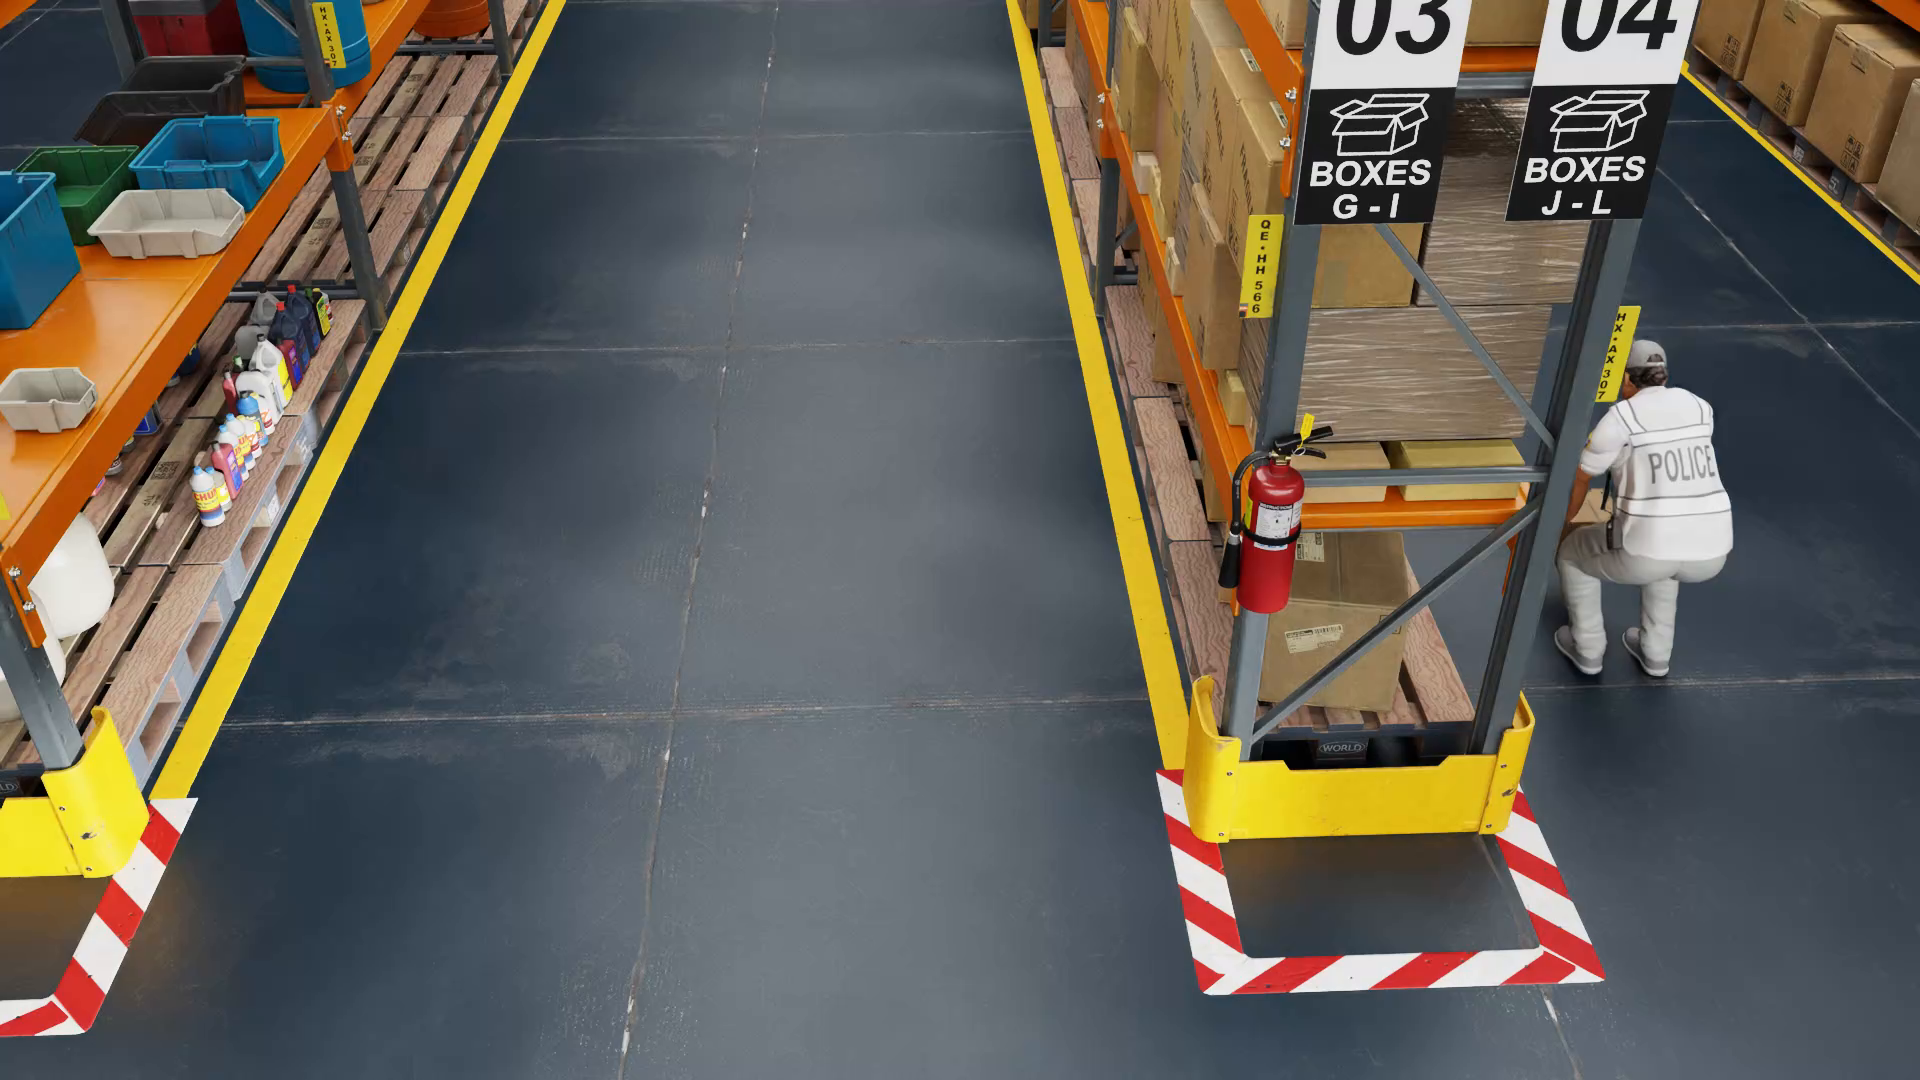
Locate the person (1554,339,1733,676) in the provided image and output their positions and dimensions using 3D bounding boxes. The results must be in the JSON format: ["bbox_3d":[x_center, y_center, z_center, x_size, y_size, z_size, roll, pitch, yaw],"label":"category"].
[{"bbox_3d":[2.662,-0.075,6.551,0.536,1.324,0.758,-3,36,-4],"label":"person"}]
